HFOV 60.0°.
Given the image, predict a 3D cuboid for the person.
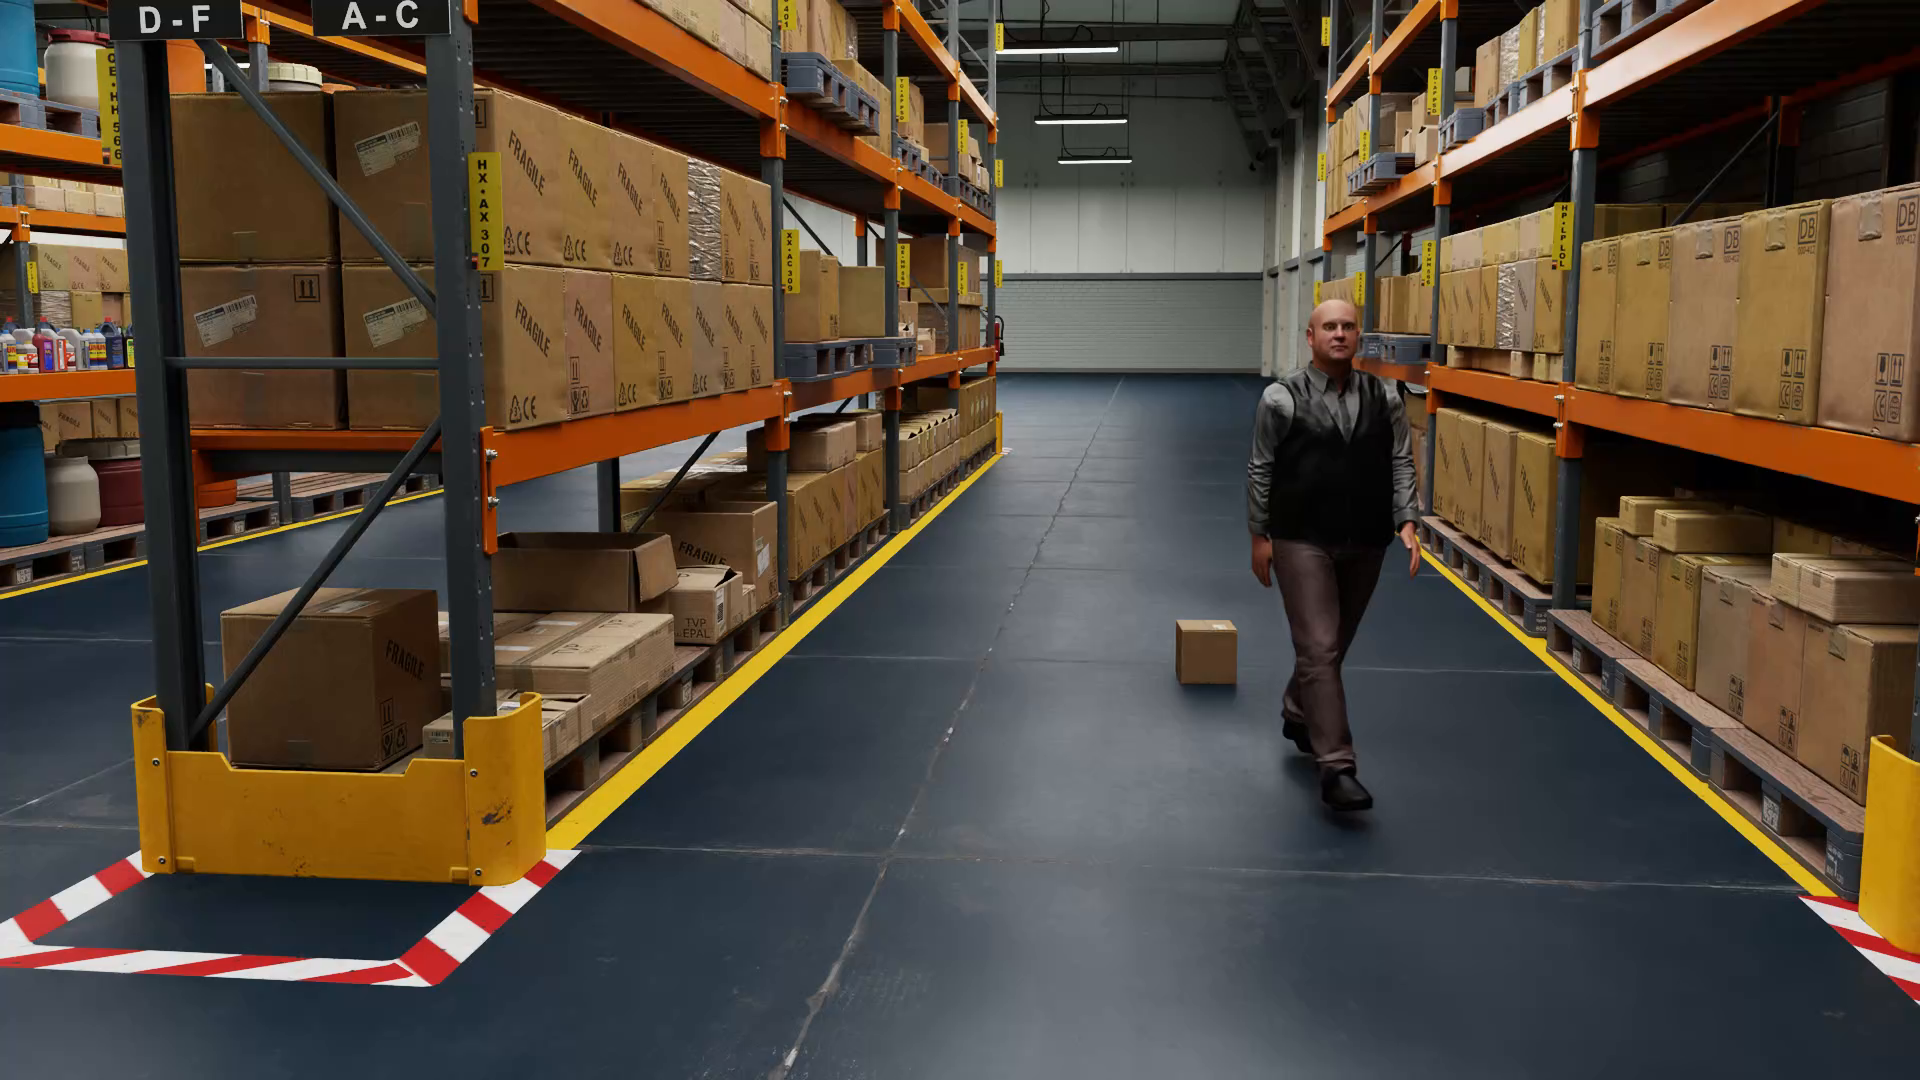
[{"bbox_3d":[1.308,0.011,5.727,0.552,1.662,1.051,-1,8,-10],"label":"person"}]
